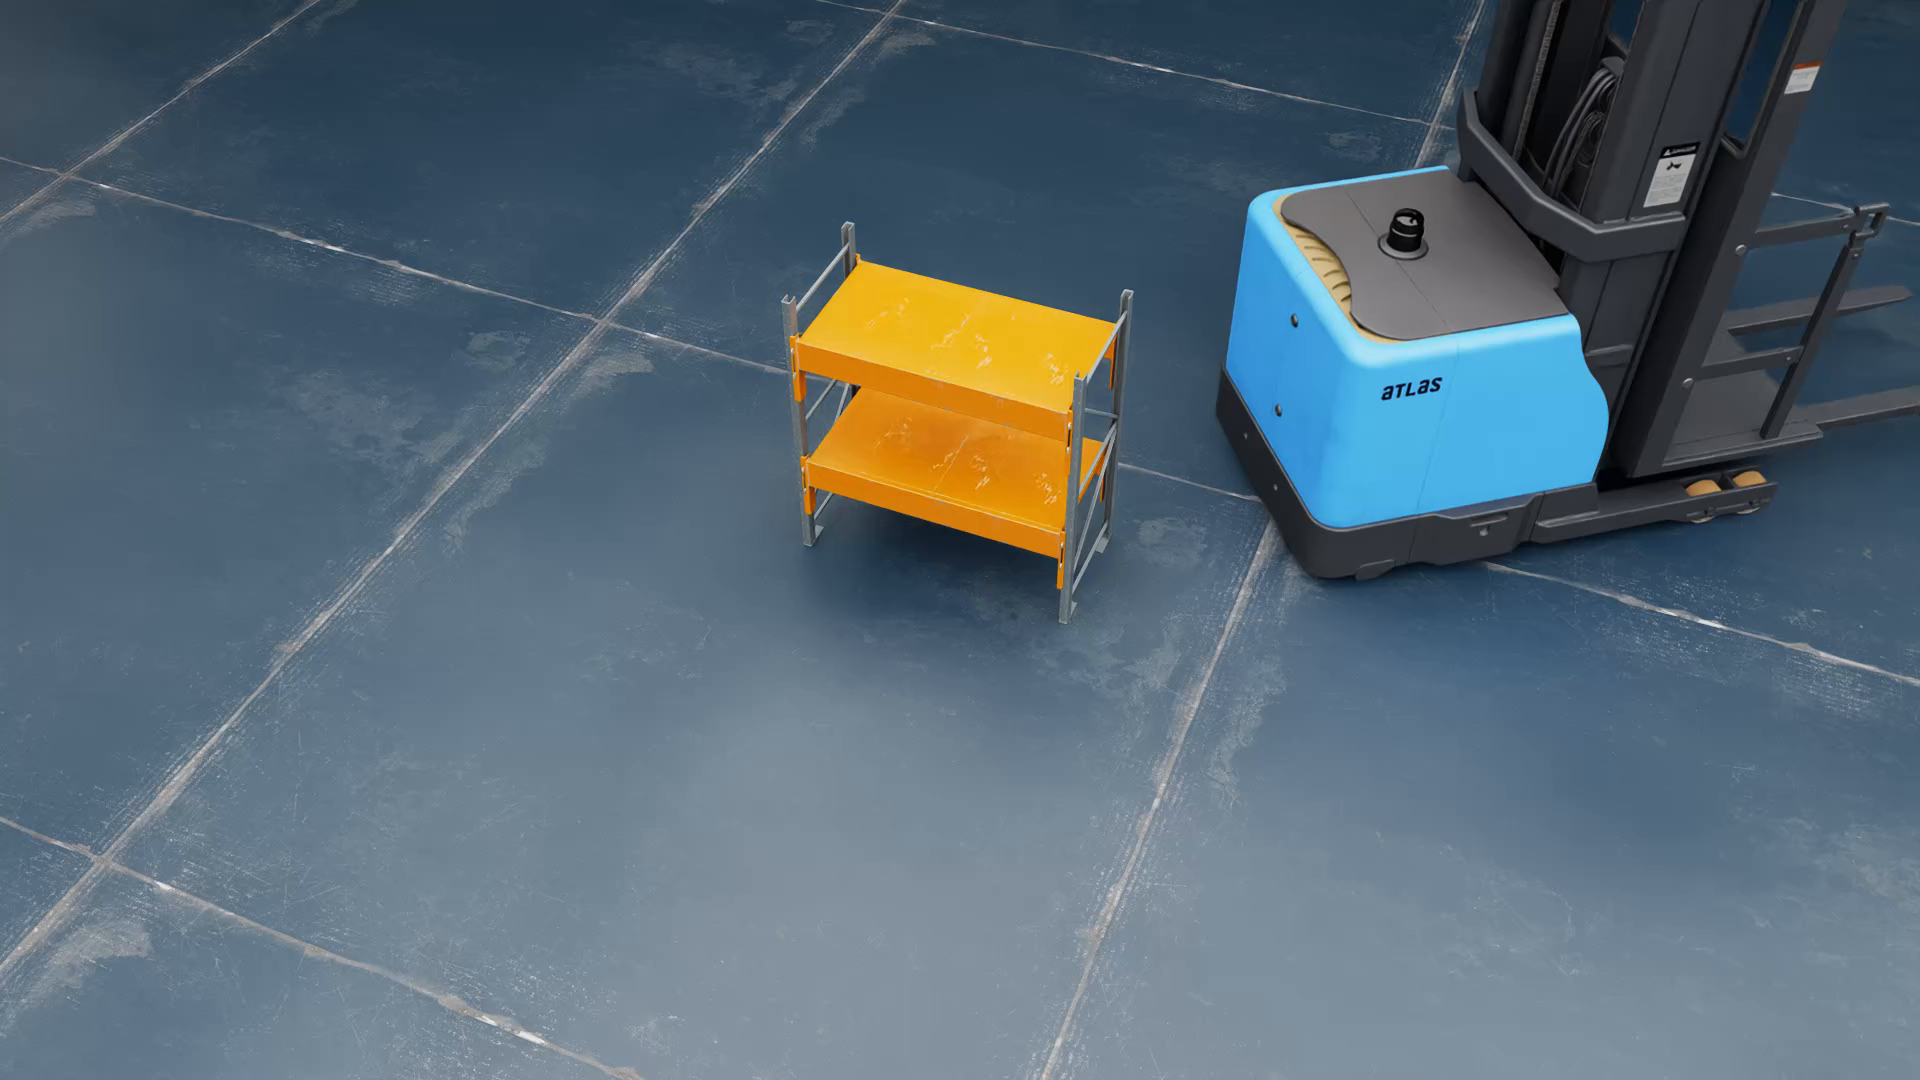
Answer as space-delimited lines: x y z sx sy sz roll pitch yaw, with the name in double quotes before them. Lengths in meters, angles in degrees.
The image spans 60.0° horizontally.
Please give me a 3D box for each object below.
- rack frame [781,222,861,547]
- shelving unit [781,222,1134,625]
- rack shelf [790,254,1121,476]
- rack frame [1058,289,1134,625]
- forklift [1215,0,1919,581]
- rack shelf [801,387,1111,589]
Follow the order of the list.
"rack frame" -0.475 -0.539 5.994 0.032 1.125 0.500 16 47 16
"shelving unit" -0.006 -0.401 5.855 1.048 1.125 0.538 16 47 16
"rack shelf" -0.006 -0.608 5.649 1.000 0.278 0.538 16 47 16
"rack frame" 0.463 -0.263 5.716 0.032 1.125 0.500 16 47 16
"forklift" 2.597 -1.457 5.636 3.031 2.935 1.130 -10 46 -10
"rack shelf" -0.006 -0.227 6.028 1.000 0.278 0.538 16 47 16
